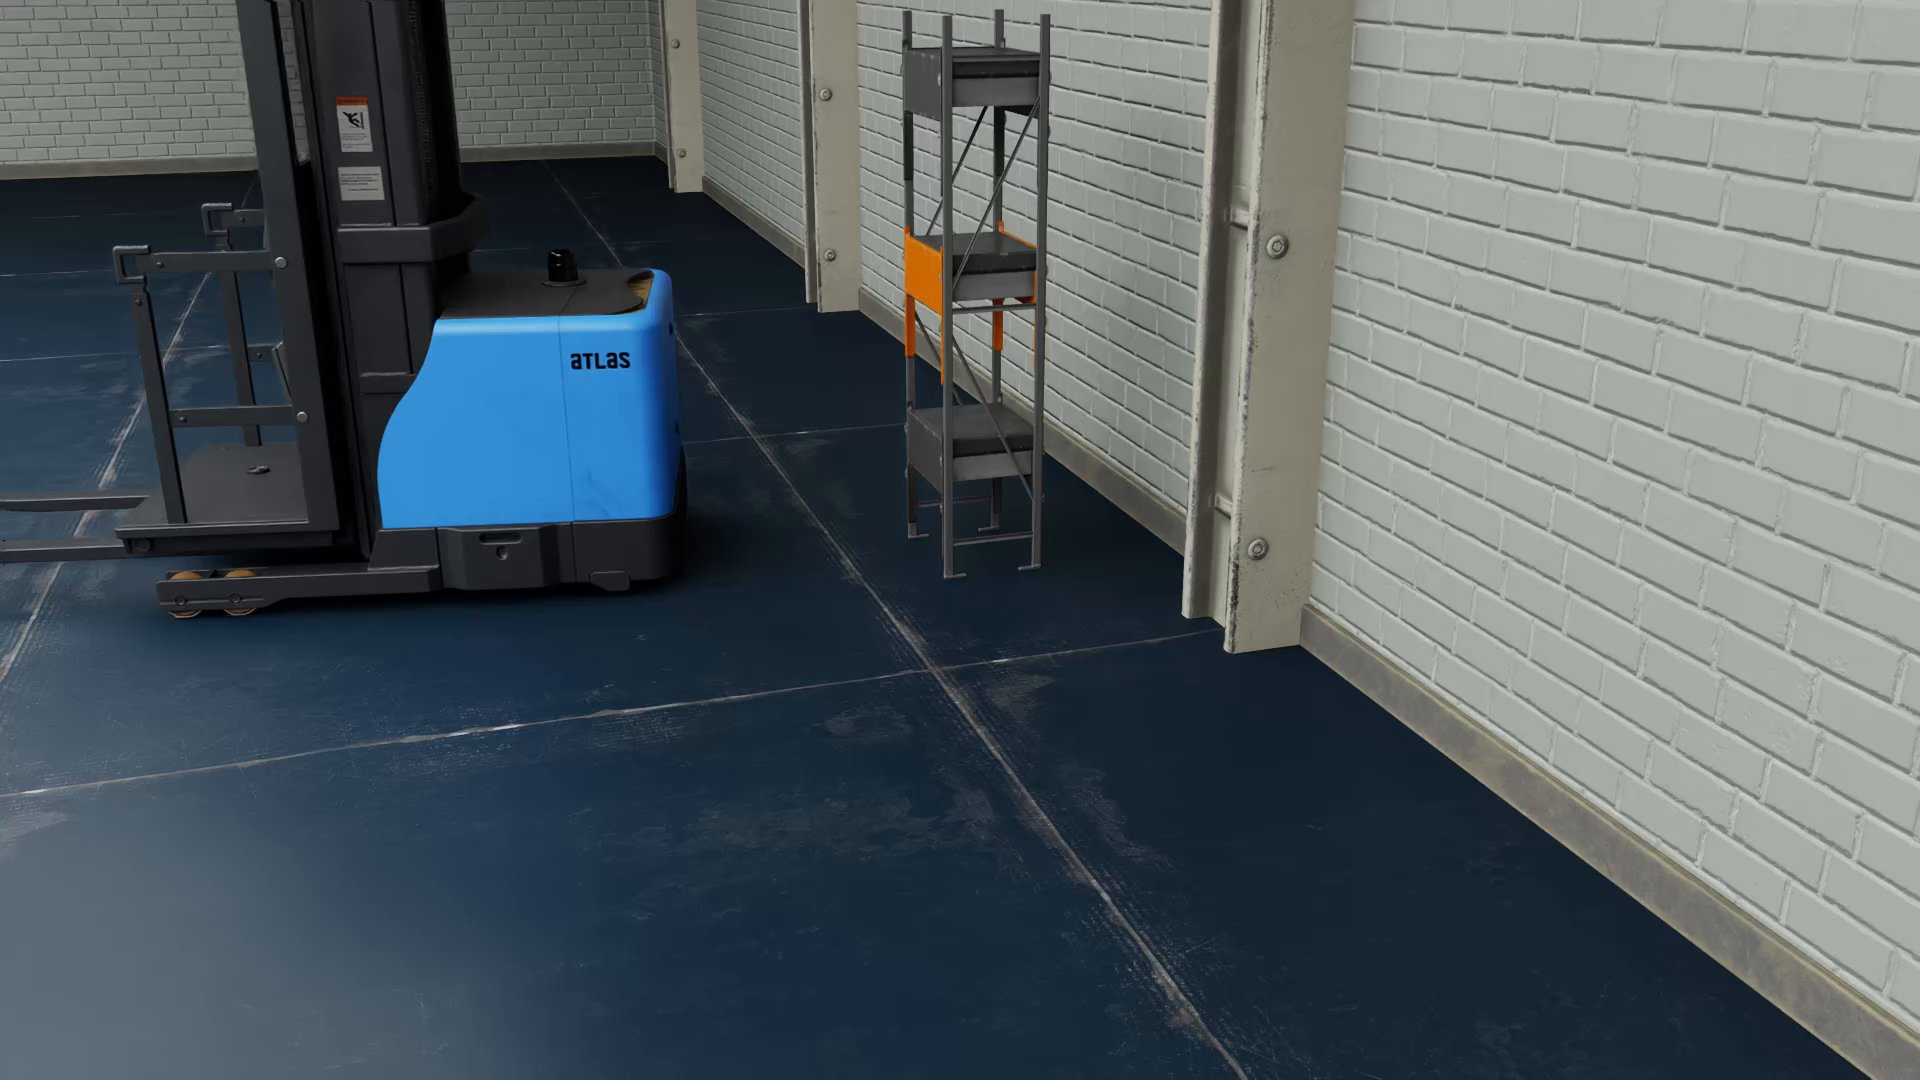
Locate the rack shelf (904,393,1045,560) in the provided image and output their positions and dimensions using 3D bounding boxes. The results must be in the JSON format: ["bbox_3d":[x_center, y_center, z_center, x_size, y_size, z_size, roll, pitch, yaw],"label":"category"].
[{"bbox_3d":[0.052,-0.263,6.655,0.431,0.518,0.480,-6,21,-17],"label":"rack shelf"}]

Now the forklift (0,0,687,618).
[{"bbox_3d":[-2.631,-1.281,6.147,3.031,2.935,1.130,-2,20,-6],"label":"forklift"}]

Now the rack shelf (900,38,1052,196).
[{"bbox_3d":[0.052,-1.581,6.182,0.431,0.518,0.480,-6,21,-17],"label":"rack shelf"}]

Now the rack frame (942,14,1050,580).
[{"bbox_3d":[0.129,-0.857,6.196,0.400,2.100,0.015,-6,21,-17],"label":"rack frame"}]

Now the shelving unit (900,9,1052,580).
[{"bbox_3d":[0.052,-0.935,6.414,0.431,2.100,0.503,-6,21,-17],"label":"shelving unit"}]

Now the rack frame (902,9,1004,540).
[{"bbox_3d":[-0.025,-1.013,6.632,0.400,2.100,0.015,-6,21,-17],"label":"rack frame"}]

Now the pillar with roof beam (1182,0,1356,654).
[{"bbox_3d":[-3.059,-3.460,3.236,9.100,9.000,0.400,-6,21,-17],"label":"pillar with roof beam"}]

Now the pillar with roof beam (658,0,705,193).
[{"bbox_3d":[-6.831,-7.311,13.958,9.100,9.000,0.400,-6,21,-17],"label":"pillar with roof beam"}]

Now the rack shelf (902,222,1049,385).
[{"bbox_3d":[0.052,-0.922,6.418,0.431,0.518,0.480,-6,21,-17],"label":"rack shelf"}]

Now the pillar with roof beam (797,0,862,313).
[{"bbox_3d":[-4.945,-5.385,8.597,9.100,9.000,0.400,-6,21,-17],"label":"pillar with roof beam"}]
